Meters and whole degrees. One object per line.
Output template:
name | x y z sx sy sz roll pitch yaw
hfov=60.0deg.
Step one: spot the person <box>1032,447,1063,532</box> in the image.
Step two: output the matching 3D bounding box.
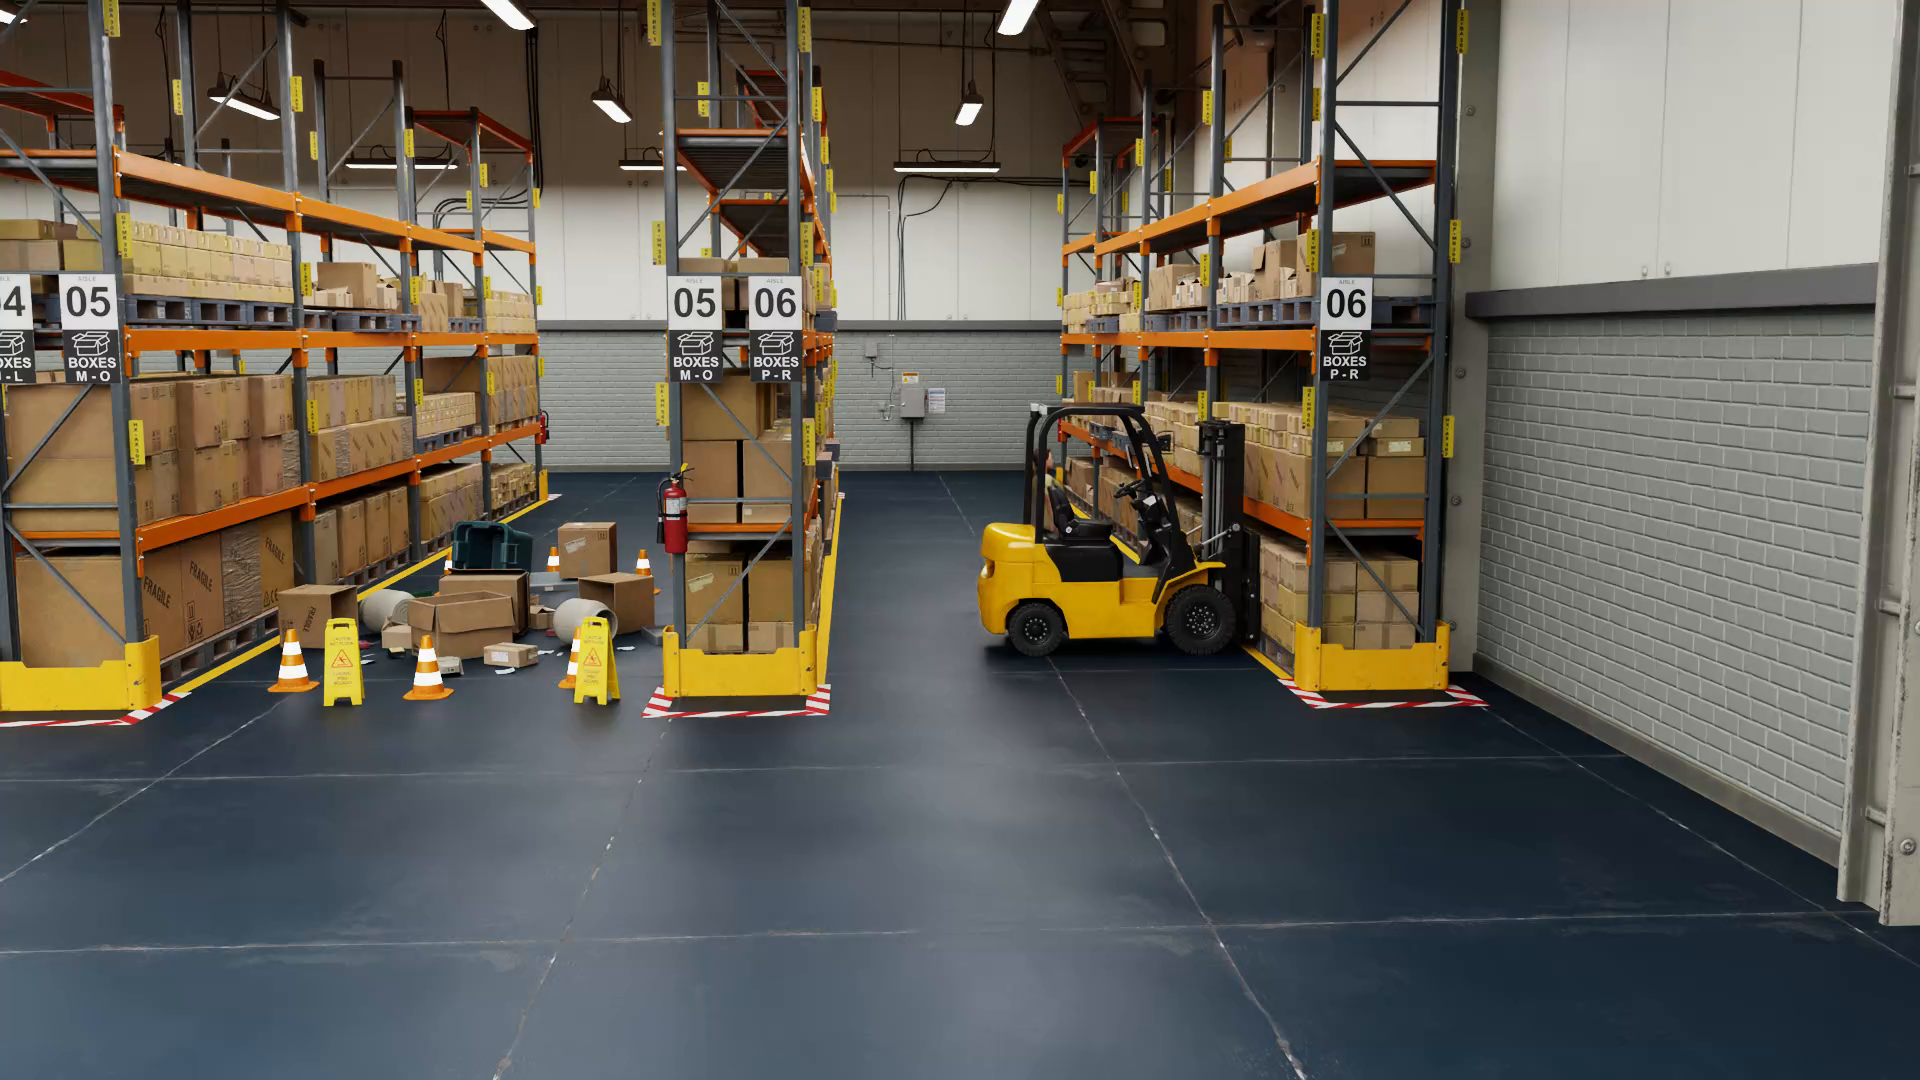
person | 1.049 -0.157 17.235 0.775 1.623 0.490 -2 7 -12
